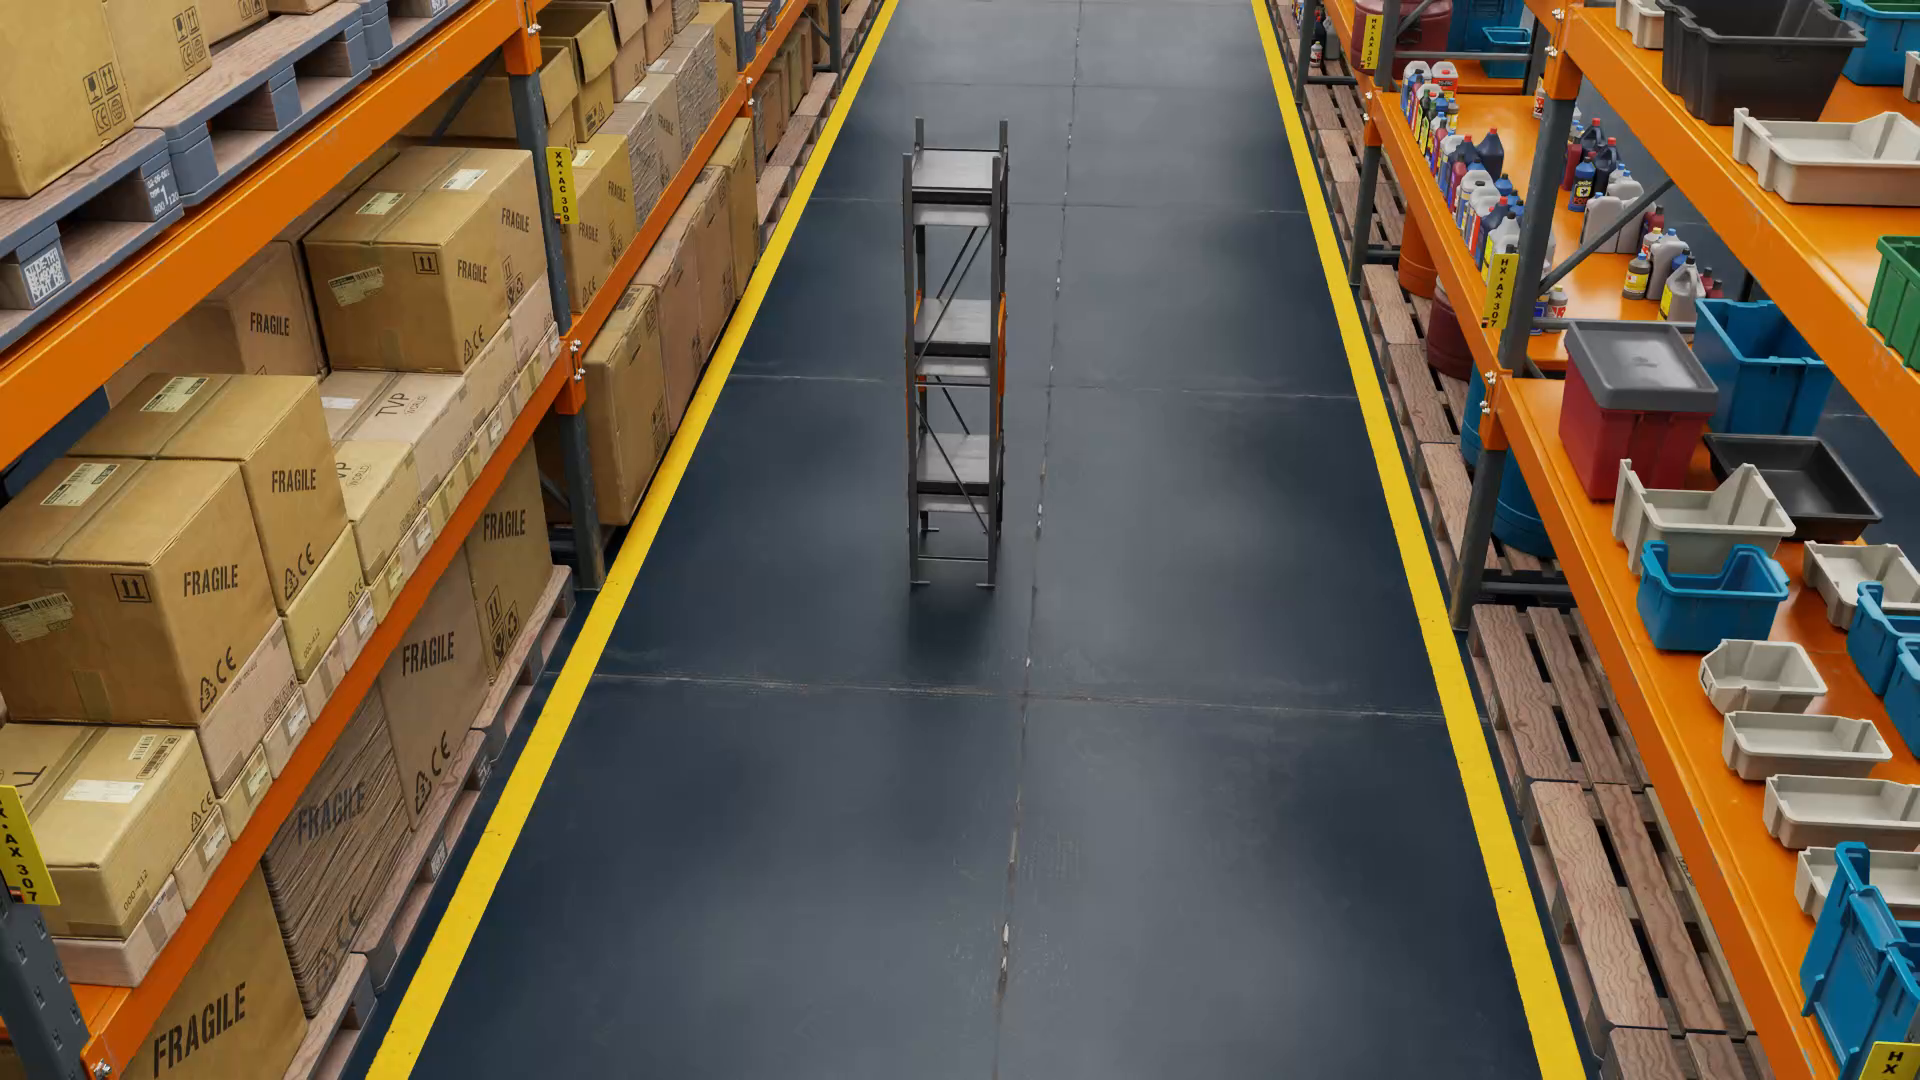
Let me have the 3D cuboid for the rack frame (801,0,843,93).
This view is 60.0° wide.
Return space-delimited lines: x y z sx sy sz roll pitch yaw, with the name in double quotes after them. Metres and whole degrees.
-1.541 -5.263 13.931 1.000 3.000 0.127 2 32 4 "rack frame"

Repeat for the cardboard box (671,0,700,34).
-1.942 -3.259 9.628 0.797 0.503 0.637 3 32 6 "cardboard box"

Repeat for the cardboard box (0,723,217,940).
-2.209 0.710 4.099 0.500 0.250 0.500 2 32 3 "cardboard box"

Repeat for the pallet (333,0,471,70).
-2.269 -1.892 5.686 1.003 0.211 1.213 2 32 4 "pallet"

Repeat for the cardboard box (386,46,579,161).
-2.148 -1.884 7.396 0.797 0.503 0.637 2 32 3 "cardboard box"

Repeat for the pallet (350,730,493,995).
-2.429 1.141 6.197 1.003 0.211 1.213 2 32 4 "pallet"

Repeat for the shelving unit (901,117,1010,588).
-0.013 -0.807 7.559 0.431 2.100 0.503 2 32 4 "shelving unit"

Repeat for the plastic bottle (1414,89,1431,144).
2.619 -2.388 9.376 0.061 0.283 0.133 2 32 4 "plastic bottle"

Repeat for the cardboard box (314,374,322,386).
-2.573 -0.377 5.862 0.500 0.250 0.500 3 32 5 "cardboard box"

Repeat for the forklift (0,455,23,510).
-4.641 -0.690 6.577 1.130 2.935 3.031 2 32 3 "forklift"

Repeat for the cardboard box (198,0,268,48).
-2.428 -1.661 4.636 0.700 0.500 0.500 4 32 6 "cardboard box"

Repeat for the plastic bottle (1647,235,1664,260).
3.236 -1.311 7.708 0.097 0.201 0.097 0 32 0 "plastic bottle"

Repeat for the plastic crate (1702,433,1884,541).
2.921 -0.180 5.888 0.437 0.125 0.590 2 32 4 "plastic crate"

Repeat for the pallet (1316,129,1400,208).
3.274 -2.812 12.612 1.003 0.211 1.213 2 32 4 "pallet"

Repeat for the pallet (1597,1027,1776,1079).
2.525 1.981 4.834 1.003 0.211 1.213 2 32 4 "pallet"

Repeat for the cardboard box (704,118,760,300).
-1.943 -2.086 10.400 1.225 0.875 0.875 1 32 2 "cardboard box"

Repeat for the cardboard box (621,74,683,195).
-1.787 -2.147 8.780 0.500 0.500 0.500 3 32 5 "cardboard box"

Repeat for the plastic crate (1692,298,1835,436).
3.046 -0.628 6.368 0.392 0.384 0.575 2 32 4 "plastic crate"

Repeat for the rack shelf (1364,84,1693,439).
2.907 -1.608 8.685 1.077 0.370 4.000 2 32 4 "rack shelf"

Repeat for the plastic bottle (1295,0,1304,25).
3.227 -5.003 15.690 0.097 0.271 0.097 0 32 0 "plastic bottle"

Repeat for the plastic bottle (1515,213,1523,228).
2.652 -1.432 7.762 0.144 0.351 0.185 2 32 4 "plastic bottle"

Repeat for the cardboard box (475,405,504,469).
-1.953 -0.396 6.273 0.380 0.149 0.250 3 32 5 "cardboard box"

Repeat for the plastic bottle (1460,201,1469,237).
2.518 -1.590 8.161 0.097 0.201 0.097 0 32 0 "plastic bottle"

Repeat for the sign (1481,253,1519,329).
2.196 -1.010 6.767 0.100 0.325 0.005 2 32 4 "sign"

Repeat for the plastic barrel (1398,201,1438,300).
3.047 -1.958 10.237 0.600 0.830 0.708 2 32 4 "plastic barrel"

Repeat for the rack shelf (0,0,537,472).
-2.355 -1.005 4.848 1.077 0.370 4.000 2 32 4 "rack shelf"

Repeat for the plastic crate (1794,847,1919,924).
2.305 0.876 4.164 0.396 0.136 0.243 2 32 4 "plastic crate"

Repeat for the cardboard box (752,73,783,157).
-1.760 -3.233 12.600 0.700 0.500 0.500 5 32 8 "cardboard box"

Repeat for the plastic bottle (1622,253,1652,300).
3.066 -1.196 7.521 0.097 0.201 0.097 0 32 0 "plastic bottle"

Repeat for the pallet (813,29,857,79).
-1.521 -4.429 15.235 1.003 0.211 1.213 2 32 4 "pallet"

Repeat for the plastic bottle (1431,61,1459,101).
2.864 -2.688 9.871 0.152 0.276 0.135 2 32 4 "plastic bottle"

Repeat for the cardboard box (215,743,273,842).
-2.120 0.679 4.528 0.380 0.149 0.250 2 32 3 "cardboard box"

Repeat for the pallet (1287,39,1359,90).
3.492 -4.214 14.886 1.003 0.211 1.213 2 32 4 "pallet"

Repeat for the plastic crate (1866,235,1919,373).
2.215 -0.491 3.531 0.450 0.188 0.336 2 32 4 "plastic crate"

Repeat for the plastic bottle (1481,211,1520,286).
2.493 -1.342 7.615 0.144 0.351 0.185 2 32 4 "plastic bottle"

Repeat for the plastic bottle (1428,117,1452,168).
2.601 -2.150 9.002 0.097 0.271 0.097 0 32 0 "plastic bottle"

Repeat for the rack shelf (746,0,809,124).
-1.704 -3.911 12.423 1.077 0.370 4.000 2 32 4 "rack shelf"

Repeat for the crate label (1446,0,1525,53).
3.421 -3.483 11.009 0.502 0.435 0.616 2 32 4 "crate label"

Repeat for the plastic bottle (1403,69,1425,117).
2.676 -2.633 9.786 0.097 0.271 0.097 0 32 0 "plastic bottle"

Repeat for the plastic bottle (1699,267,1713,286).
3.210 -1.062 7.225 0.061 0.283 0.133 2 32 4 "plastic bottle"

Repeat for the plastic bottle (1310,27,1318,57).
3.106 -4.348 14.616 0.061 0.283 0.133 4 32 6 "plastic bottle"

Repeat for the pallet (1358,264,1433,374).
3.048 -1.359 10.253 1.003 0.211 1.213 2 32 4 "pallet"

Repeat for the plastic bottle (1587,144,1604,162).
3.283 -1.919 8.616 0.061 0.283 0.133 2 32 4 "plastic bottle"

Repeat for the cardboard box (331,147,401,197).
-2.486 -1.222 6.519 0.500 0.500 0.500 2 32 4 "cardboard box"

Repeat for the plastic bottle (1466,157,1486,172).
2.609 -1.809 8.448 0.097 0.271 0.097 0 32 0 "plastic bottle"

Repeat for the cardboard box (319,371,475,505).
-2.047 -0.363 5.839 0.500 0.250 0.500 3 32 5 "cardboard box"

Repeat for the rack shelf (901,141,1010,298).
-0.014 -1.392 7.199 0.431 0.518 0.480 2 32 4 "rack shelf"

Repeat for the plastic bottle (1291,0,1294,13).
3.263 -5.234 16.065 0.097 0.271 0.097 0 32 0 "plastic bottle"

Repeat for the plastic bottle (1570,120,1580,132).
3.376 -2.211 9.168 0.097 0.201 0.097 0 32 0 "plastic bottle"

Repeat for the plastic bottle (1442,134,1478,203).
2.583 -1.918 8.550 0.144 0.351 0.185 2 32 4 "plastic bottle"

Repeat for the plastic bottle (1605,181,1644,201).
3.256 -1.647 8.181 0.152 0.276 0.135 2 32 4 "plastic bottle"

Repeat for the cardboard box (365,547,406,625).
-2.036 0.143 5.398 0.380 0.149 0.250 2 32 3 "cardboard box"

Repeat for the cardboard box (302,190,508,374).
-2.008 -0.948 6.074 0.500 0.500 0.500 3 32 4 "cardboard box"

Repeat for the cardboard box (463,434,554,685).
-2.325 -0.012 7.036 0.875 0.875 0.875 2 32 4 "cardboard box"

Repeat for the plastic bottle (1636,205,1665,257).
3.272 -1.456 7.865 0.061 0.283 0.133 2 32 4 "plastic bottle"

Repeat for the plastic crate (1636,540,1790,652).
2.331 0.184 5.194 0.416 0.233 0.300 2 32 4 "plastic crate"

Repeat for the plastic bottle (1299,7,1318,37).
3.220 -4.782 15.328 0.152 0.276 0.135 3 32 5 "plastic bottle"

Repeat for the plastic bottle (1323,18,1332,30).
3.326 -4.535 14.927 0.152 0.276 0.135 2 32 4 "plastic bottle"
